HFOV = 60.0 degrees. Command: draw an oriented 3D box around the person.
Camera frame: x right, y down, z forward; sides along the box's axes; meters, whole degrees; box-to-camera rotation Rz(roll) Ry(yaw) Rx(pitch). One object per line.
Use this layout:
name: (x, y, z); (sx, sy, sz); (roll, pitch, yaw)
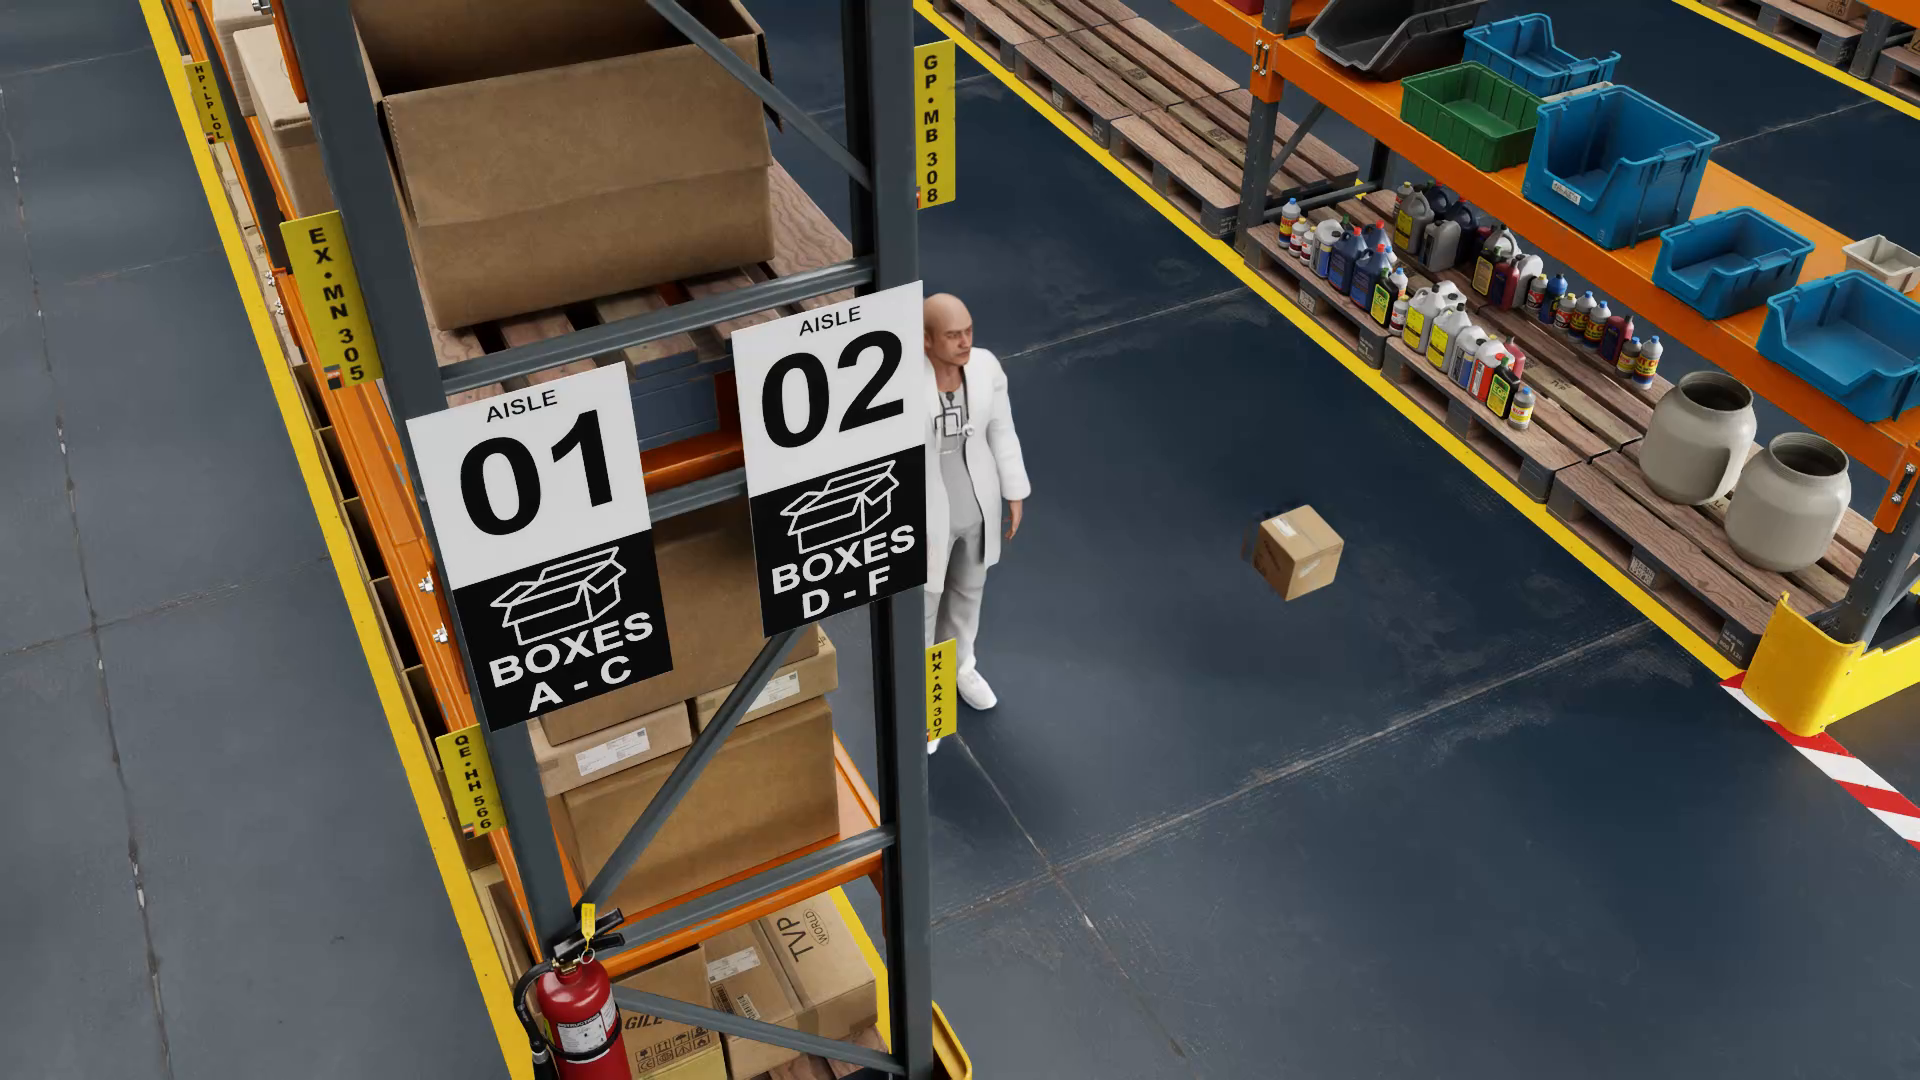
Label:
person: (-0.009, -0.059, 6.225); (0.645, 1.776, 0.580); (-19, 44, -20)
